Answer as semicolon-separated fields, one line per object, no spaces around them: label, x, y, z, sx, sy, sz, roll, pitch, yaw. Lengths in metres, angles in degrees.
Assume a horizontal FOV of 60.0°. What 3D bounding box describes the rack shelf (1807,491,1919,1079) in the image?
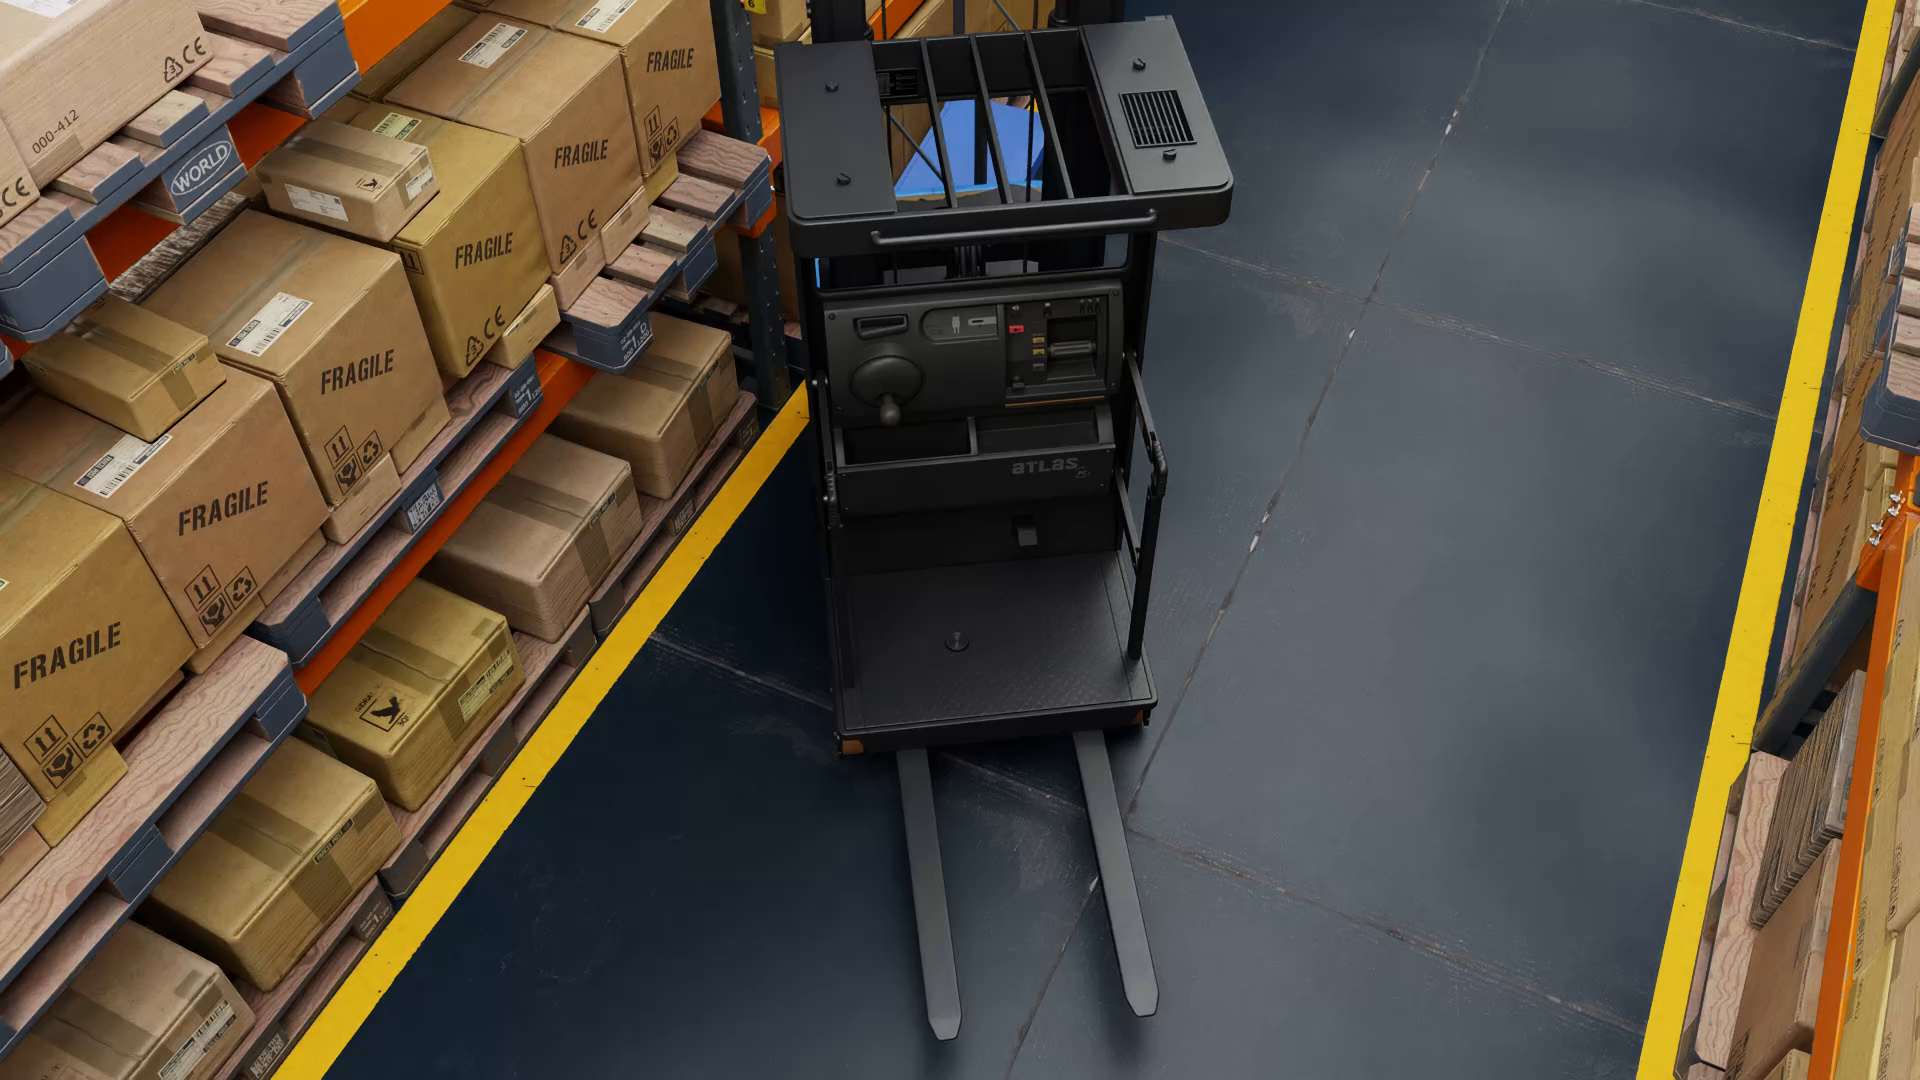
rack shelf;2.439;1.509;3.784;1.077;0.370;4.000;20;52;16

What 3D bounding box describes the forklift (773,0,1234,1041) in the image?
forklift;0.077;-0.477;5.047;1.130;2.935;3.031;-5;50;-5

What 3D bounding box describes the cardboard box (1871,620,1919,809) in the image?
cardboard box;2.664;0.518;4.253;0.500;0.250;0.500;19;52;15

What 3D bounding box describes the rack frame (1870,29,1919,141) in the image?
rack frame;5.003;-2.856;7.026;1.000;3.000;0.127;20;52;16

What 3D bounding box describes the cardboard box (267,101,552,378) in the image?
cardboard box;-1.564;-0.868;4.797;0.500;0.500;0.500;17;52;14

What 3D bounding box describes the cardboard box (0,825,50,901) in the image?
cardboard box;-2.383;0.708;3.882;0.380;0.149;0.250;21;53;17

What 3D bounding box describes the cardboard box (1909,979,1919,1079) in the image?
cardboard box;2.093;1.006;3.248;0.380;0.149;0.250;19;52;15

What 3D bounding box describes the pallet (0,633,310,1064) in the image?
pallet;-2.446;0.624;4.191;1.003;0.211;1.213;20;52;16

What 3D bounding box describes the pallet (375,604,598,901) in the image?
pallet;-2.053;0.565;5.946;1.003;0.211;1.213;20;52;16

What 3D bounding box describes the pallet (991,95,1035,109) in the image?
pallet;-0.268;-2.166;8.269;1.003;0.211;1.213;20;52;16

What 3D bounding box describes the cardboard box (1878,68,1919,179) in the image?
cardboard box;4.593;-1.922;7.596;0.500;0.500;0.500;22;53;18

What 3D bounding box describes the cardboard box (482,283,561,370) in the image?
cardboard box;-1.459;-0.705;5.085;0.380;0.149;0.250;21;53;17

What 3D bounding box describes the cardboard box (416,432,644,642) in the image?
cardboard box;-1.754;-0.102;6.132;0.950;0.372;0.625;19;52;15

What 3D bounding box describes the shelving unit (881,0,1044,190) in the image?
shelving unit;0.037;-1.651;6.985;0.538;1.500;1.048;15;51;13

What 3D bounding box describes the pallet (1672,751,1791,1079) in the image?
pallet;2.907;1.357;5.272;1.003;0.211;1.213;20;52;16

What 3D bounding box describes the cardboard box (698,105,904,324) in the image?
cardboard box;-0.825;-1.610;7.085;0.875;0.875;0.875;19;52;16

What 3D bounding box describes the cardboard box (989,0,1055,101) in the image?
cardboard box;-0.058;-2.838;8.130;0.875;0.875;0.875;21;53;17

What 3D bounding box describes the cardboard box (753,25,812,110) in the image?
cardboard box;-0.759;-1.920;6.328;0.500;0.250;0.500;19;52;15

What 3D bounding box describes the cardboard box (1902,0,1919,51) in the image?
cardboard box;4.975;-2.547;8.359;0.380;0.149;0.250;18;52;15

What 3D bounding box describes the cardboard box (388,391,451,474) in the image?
cardboard box;-1.713;-0.373;4.803;0.380;0.149;0.250;18;52;15

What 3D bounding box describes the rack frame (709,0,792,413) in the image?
rack frame;-1.196;-1.714;6.054;1.000;3.000;0.127;20;52;16

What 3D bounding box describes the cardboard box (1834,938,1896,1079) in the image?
cardboard box;2.227;1.232;3.646;0.500;0.250;0.500;21;53;17

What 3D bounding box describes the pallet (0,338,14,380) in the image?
pallet;-2.544;-0.261;2.971;1.213;0.211;1.003;20;52;16

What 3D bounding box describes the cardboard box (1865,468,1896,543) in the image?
cardboard box;3.276;-0.060;5.586;0.380;0.149;0.250;17;52;14

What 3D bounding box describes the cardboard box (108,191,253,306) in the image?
cardboard box;-2.255;-0.673;4.632;0.500;0.500;0.500;18;52;15

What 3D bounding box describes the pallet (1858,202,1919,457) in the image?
pallet;3.520;-0.529;5.171;1.213;0.211;1.003;20;52;16

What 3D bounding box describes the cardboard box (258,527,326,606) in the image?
cardboard box;-1.961;-0.014;4.497;0.380;0.149;0.250;20;53;16

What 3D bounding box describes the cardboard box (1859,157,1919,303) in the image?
cardboard box;4.157;-1.210;6.991;0.500;0.500;0.500;18;52;15

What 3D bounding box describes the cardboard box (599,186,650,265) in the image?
cardboard box;-1.239;-1.070;5.395;0.380;0.149;0.250;19;52;16

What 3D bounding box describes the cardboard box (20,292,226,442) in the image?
cardboard box;-2.013;-0.425;3.994;0.380;0.149;0.250;23;53;18

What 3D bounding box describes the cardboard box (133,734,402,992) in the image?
cardboard box;-2.379;0.898;5.281;0.950;0.372;0.625;23;53;18

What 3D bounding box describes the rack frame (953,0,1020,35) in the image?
rack frame;0.211;-2.015;7.295;0.500;1.500;0.032;15;51;13

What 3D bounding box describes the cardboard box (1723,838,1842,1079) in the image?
cardboard box;2.743;1.410;4.680;0.875;0.625;0.625;21;53;17

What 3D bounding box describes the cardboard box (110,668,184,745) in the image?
cardboard box;-2.216;0.319;4.213;0.380;0.149;0.250;23;53;18

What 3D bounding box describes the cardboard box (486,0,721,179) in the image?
cardboard box;-1.138;-1.575;5.399;0.500;0.500;0.500;18;52;15

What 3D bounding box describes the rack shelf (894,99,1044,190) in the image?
rack shelf;0.037;-1.534;7.122;0.538;0.185;1.000;15;51;13

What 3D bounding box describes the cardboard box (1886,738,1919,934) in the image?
cardboard box;2.429;0.710;3.761;0.500;0.250;0.500;19;52;15

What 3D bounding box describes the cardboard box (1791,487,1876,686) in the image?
cardboard box;3.280;0.212;5.781;0.500;0.500;0.500;21;53;17

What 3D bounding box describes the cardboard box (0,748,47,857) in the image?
cardboard box;-2.445;0.546;3.594;0.500;0.500;0.500;21;53;17

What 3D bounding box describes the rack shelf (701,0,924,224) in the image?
rack shelf;-0.341;-2.858;7.500;1.077;0.370;4.000;20;52;16

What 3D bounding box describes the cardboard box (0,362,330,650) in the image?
cardboard box;-2.008;-0.135;4.174;0.500;0.500;0.500;20;52;16

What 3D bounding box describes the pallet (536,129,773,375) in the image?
pallet;-1.404;-1.126;5.680;1.213;0.211;1.003;20;52;16

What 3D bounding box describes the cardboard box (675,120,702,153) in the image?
cardboard box;-1.123;-1.466;5.732;0.380;0.149;0.250;22;53;17

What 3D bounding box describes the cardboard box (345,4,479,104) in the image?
cardboard box;-1.813;-1.383;5.236;0.500;0.500;0.500;22;53;18

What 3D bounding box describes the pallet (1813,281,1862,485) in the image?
pallet;4.170;-0.536;6.883;1.003;0.211;1.213;20;52;16

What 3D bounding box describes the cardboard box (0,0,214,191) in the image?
cardboard box;-1.881;-0.994;3.295;0.500;0.250;0.500;19;52;16

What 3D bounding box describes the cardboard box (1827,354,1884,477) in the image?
cardboard box;3.725;-0.491;6.379;0.500;0.500;0.500;22;53;18
